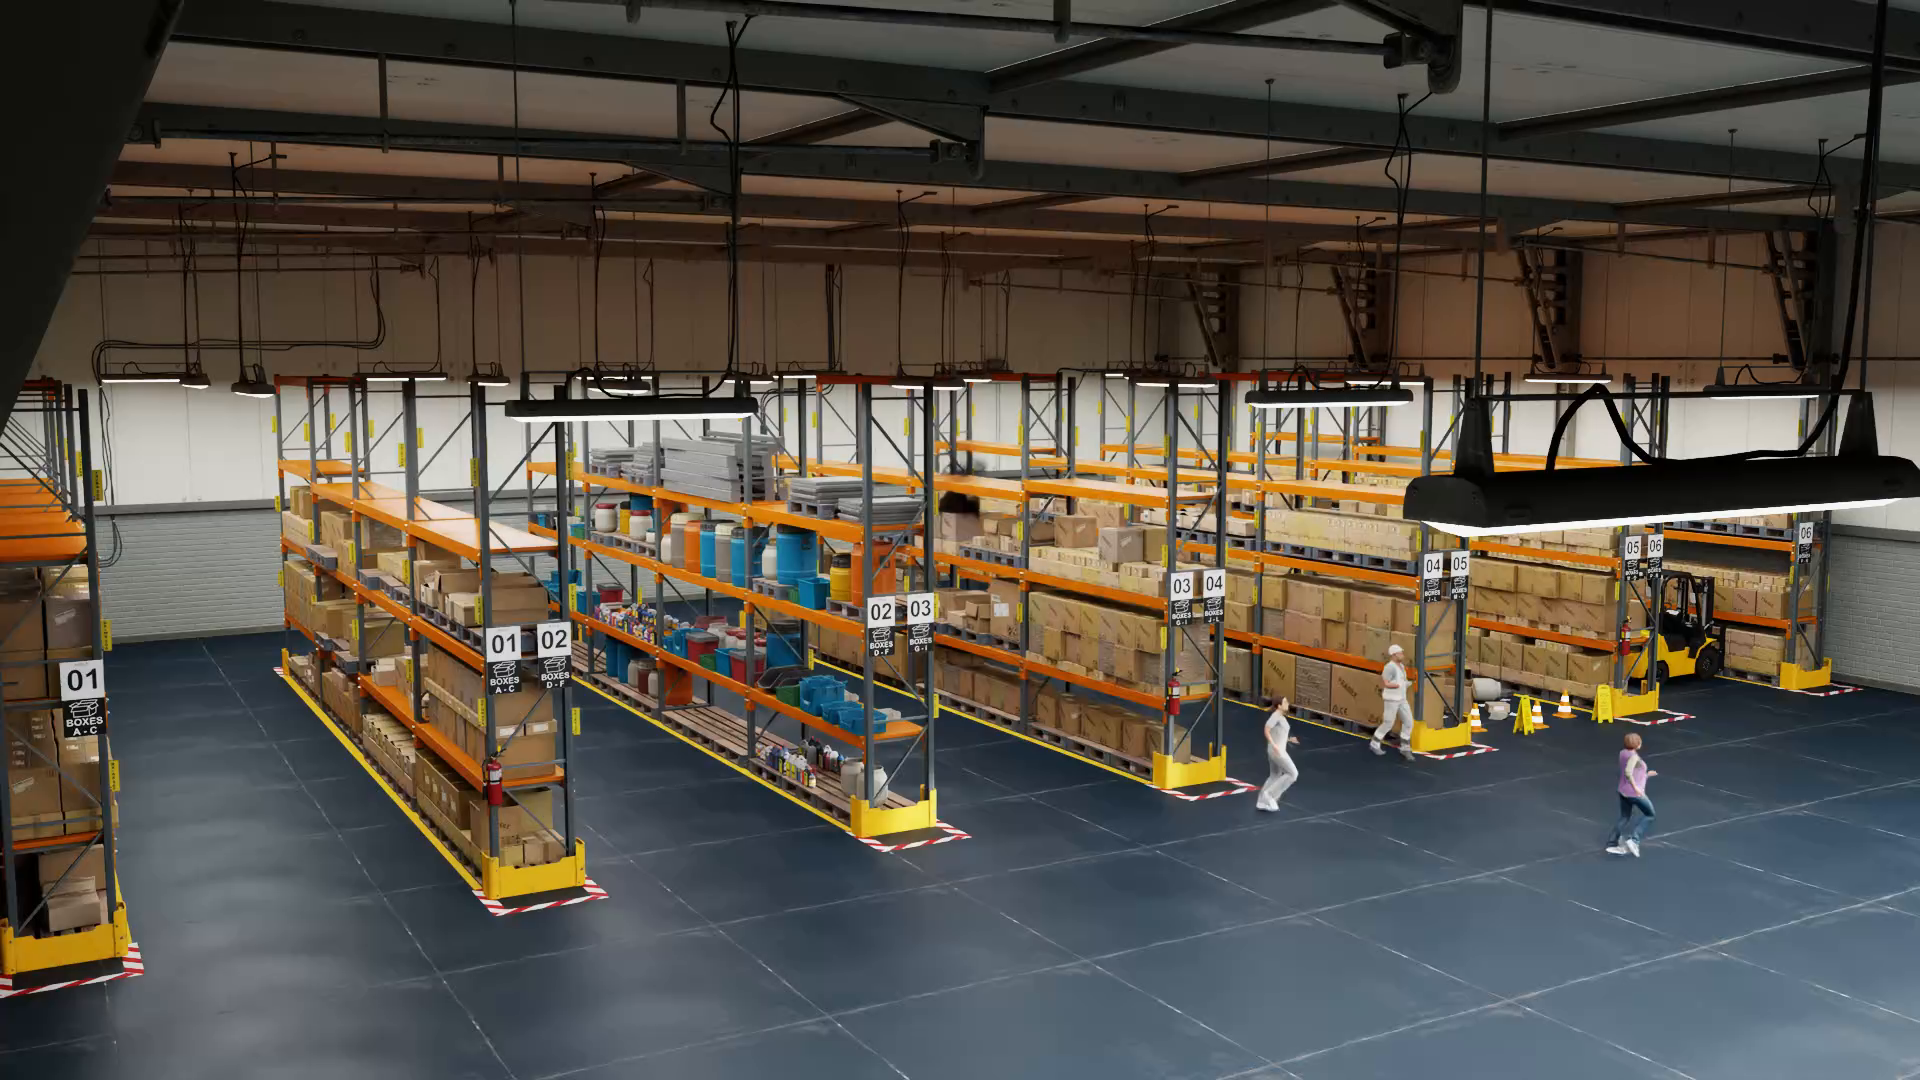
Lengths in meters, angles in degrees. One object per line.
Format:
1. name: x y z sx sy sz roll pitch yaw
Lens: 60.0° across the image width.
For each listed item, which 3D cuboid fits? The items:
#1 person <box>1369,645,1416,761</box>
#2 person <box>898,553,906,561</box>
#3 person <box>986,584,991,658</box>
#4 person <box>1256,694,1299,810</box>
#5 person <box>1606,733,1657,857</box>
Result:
1. person: 6.844 2.573 26.262 0.714 1.859 0.647 6 9 43
2. person: -1.426 1.158 39.525 0.753 1.742 0.889 -1 6 -7
3. person: 0.646 1.710 35.006 0.592 1.598 0.588 -5 8 -36
4. person: 4.446 2.970 23.247 0.571 1.636 0.558 1 6 11
5. person: 8.541 3.230 21.088 0.656 1.586 0.506 -1 6 -11
